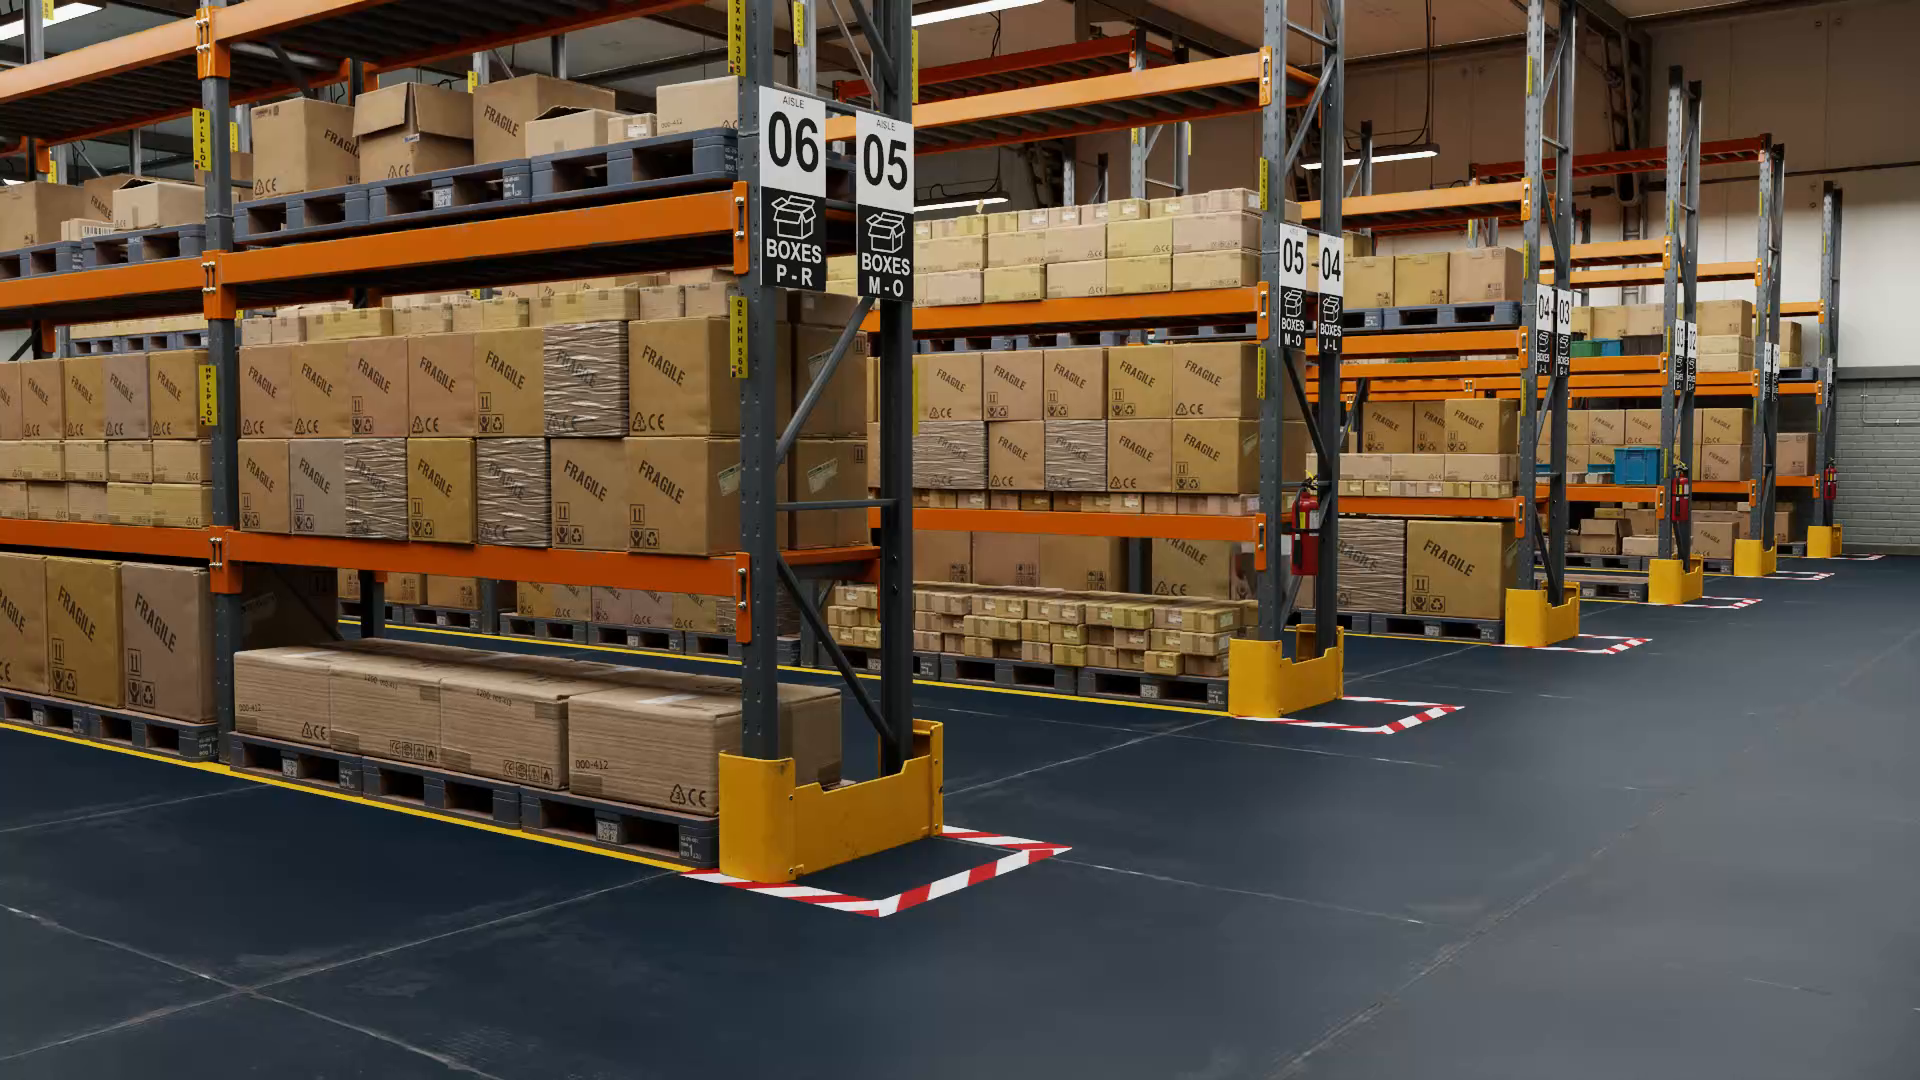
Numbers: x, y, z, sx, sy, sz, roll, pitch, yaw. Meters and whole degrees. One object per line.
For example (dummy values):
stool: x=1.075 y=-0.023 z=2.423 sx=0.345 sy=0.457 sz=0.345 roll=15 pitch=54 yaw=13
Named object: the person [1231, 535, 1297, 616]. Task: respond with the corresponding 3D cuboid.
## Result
person: x=2.443 y=0.120 z=13.370 sx=0.549 sy=1.753 sz=0.725 roll=-2 pitch=4 yaw=-27
